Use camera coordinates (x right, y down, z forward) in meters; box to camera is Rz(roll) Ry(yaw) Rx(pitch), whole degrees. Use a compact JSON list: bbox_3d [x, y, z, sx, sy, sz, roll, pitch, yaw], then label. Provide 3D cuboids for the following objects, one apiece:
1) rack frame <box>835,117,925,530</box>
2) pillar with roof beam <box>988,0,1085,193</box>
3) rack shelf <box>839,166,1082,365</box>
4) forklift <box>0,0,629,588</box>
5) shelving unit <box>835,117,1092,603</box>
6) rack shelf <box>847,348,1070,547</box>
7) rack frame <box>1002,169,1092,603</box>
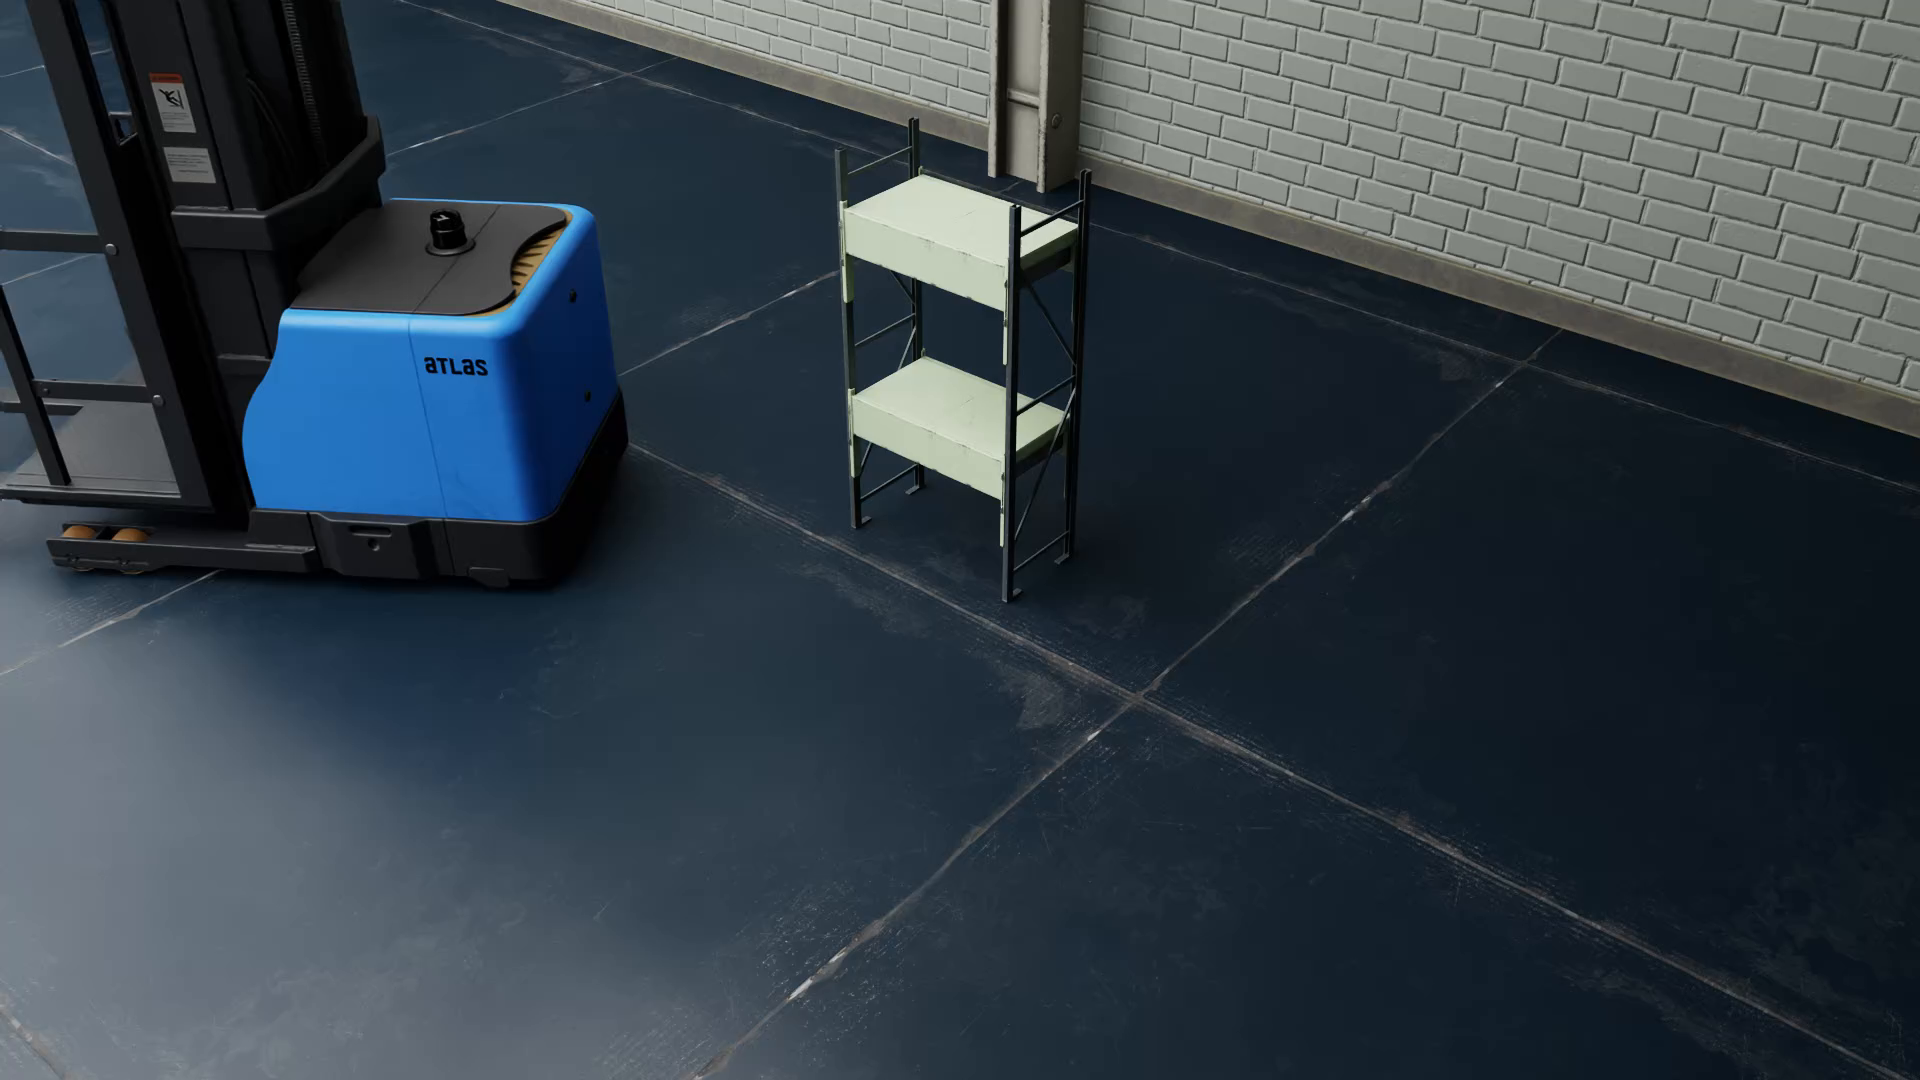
[{"bbox_3d":[-0.276,-0.748,6.015,0.023,1.500,0.400,25,42,32],"label":"rack frame"},{"bbox_3d":[-2.353,-3.847,3.902,0.400,9.000,9.100,25,42,32],"label":"pillar with roof beam"},{"bbox_3d":[0.005,-0.938,5.601,0.720,0.370,0.431,25,42,32],"label":"rack shelf"},{"bbox_3d":[-2.882,-1.377,5.666,3.031,2.935,1.130,3,35,4],"label":"forklift"},{"bbox_3d":[0.005,-0.616,5.822,0.755,1.500,0.431,25,42,32],"label":"shelving unit"},{"bbox_3d":[0.005,-0.347,6.006,0.720,0.370,0.431,25,42,32],"label":"rack shelf"},{"bbox_3d":[0.286,-0.483,5.629,0.023,1.500,0.400,25,42,32],"label":"rack frame"}]
